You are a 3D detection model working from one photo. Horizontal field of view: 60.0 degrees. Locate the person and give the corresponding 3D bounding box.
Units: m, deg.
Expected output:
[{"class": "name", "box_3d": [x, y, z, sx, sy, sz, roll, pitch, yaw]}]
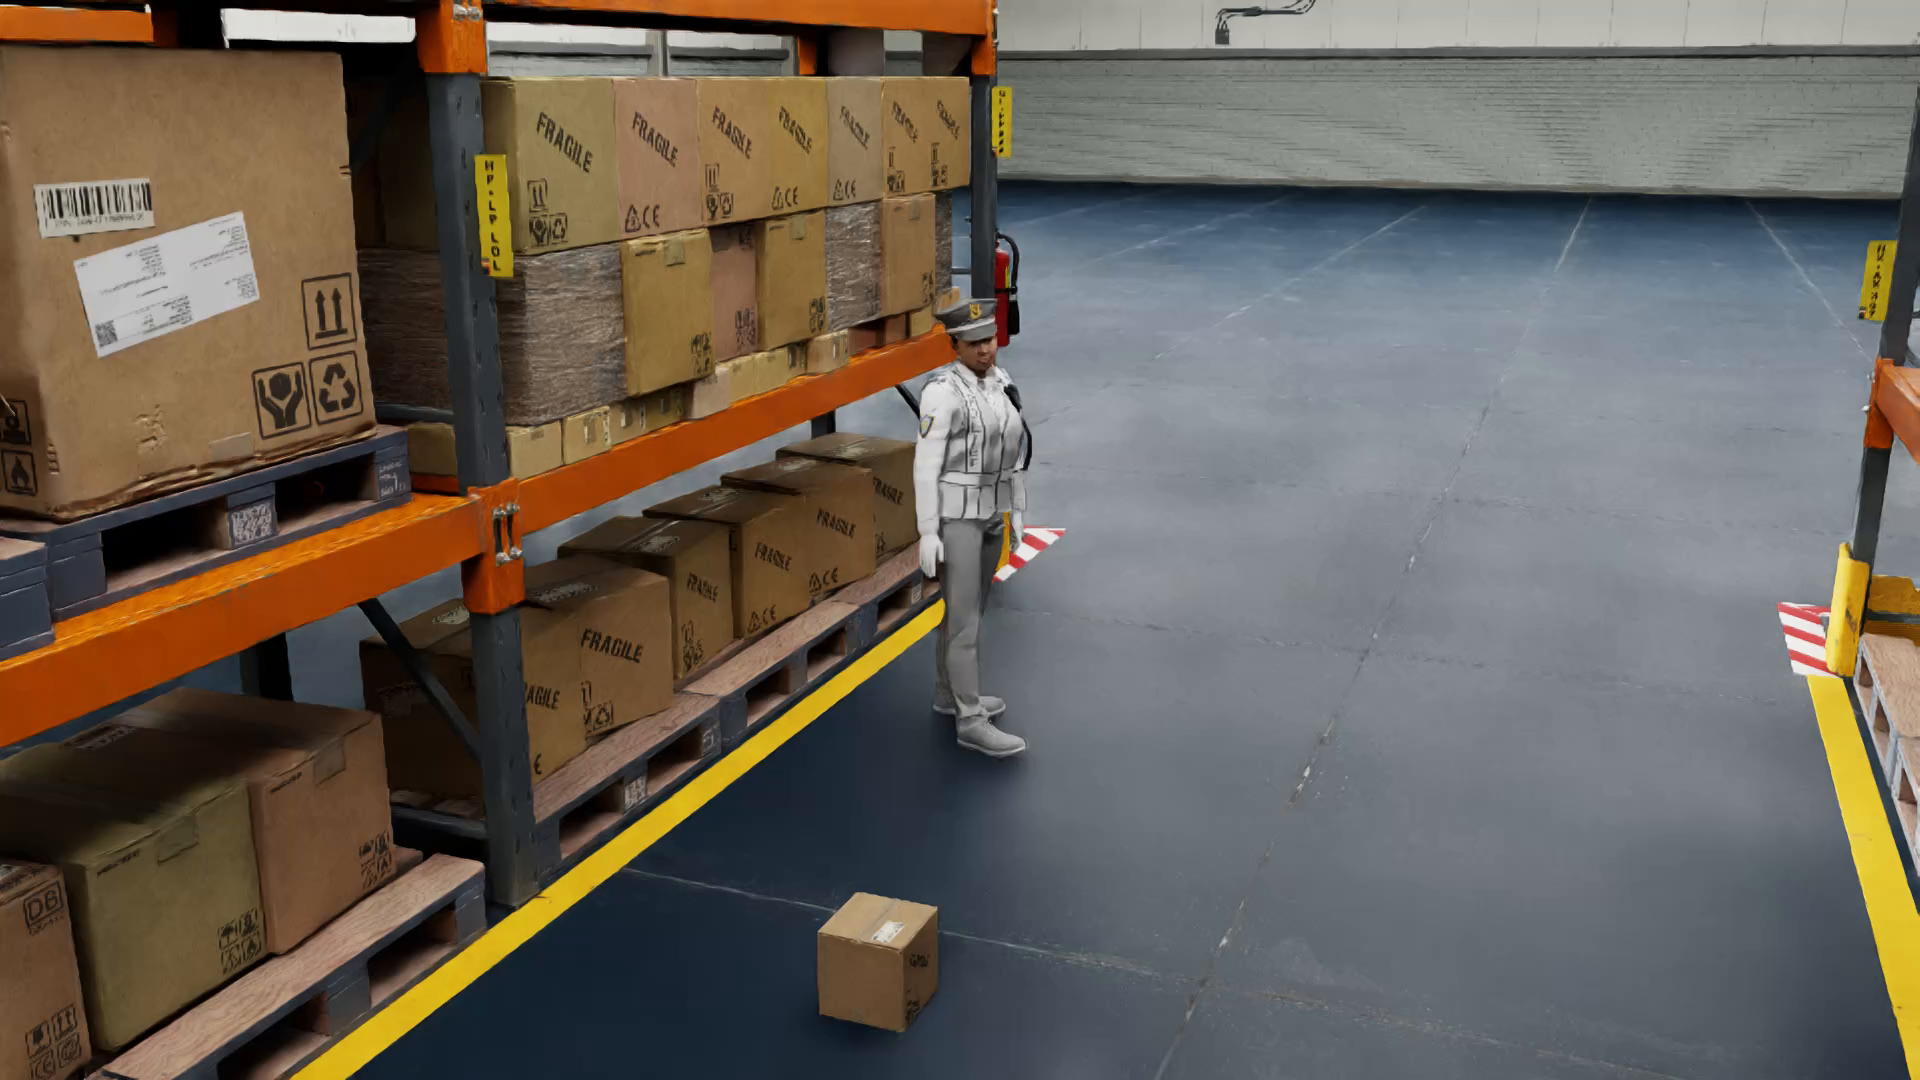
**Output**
[{"class": "person", "box_3d": [0.064, -0.058, 6.123, 0.551, 1.669, 0.588, 10, 19, 33]}]
